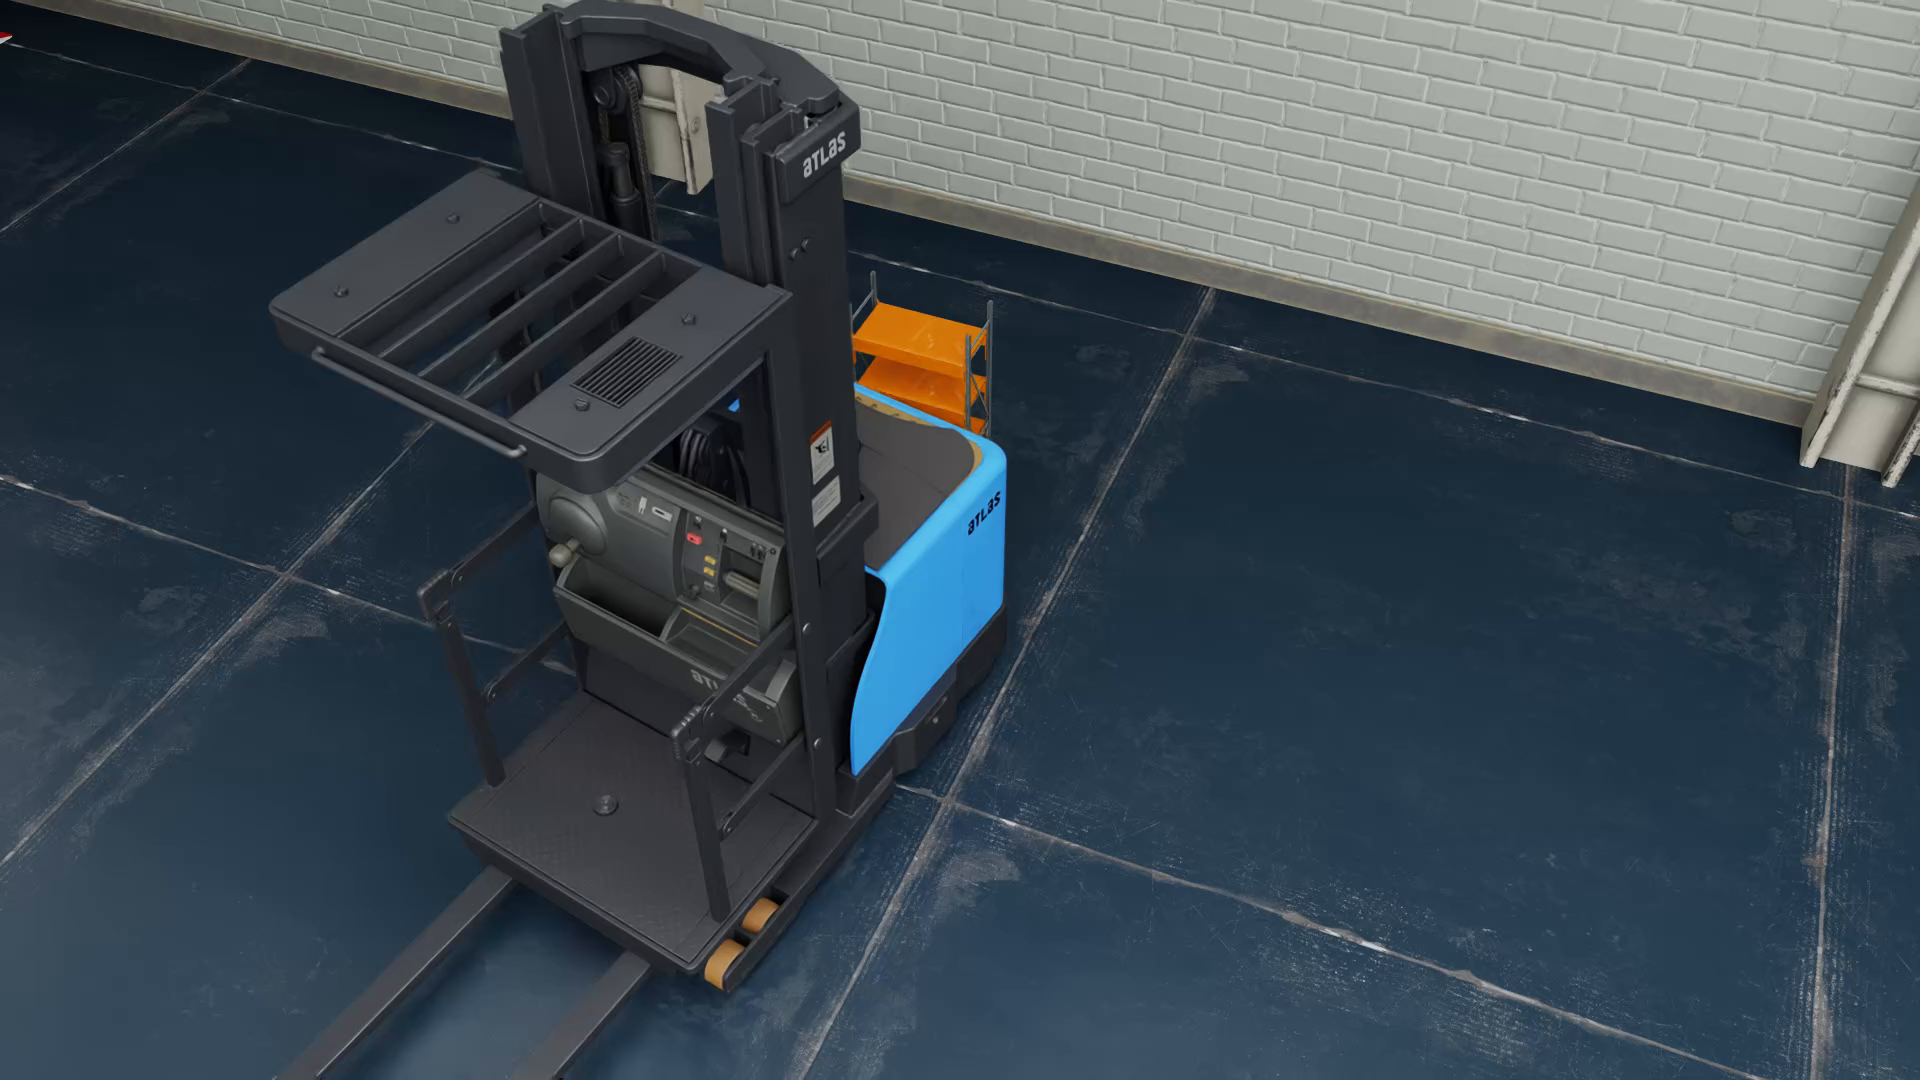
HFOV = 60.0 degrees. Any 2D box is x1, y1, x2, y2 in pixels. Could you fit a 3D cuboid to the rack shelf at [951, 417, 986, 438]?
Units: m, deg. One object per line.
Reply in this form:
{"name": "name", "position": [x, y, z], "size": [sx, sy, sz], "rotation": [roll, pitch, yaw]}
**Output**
{"name": "rack shelf", "position": [-0.153, -0.423, 6.758], "size": [0.480, 0.148, 0.258], "rotation": [16, 47, 16]}

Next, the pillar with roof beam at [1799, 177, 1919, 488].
{"name": "pillar with roof beam", "position": [2.334, -0.770, 1.482], "size": [0.400, 9.000, 9.100], "rotation": [16, 47, 16]}

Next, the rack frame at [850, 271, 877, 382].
{"name": "rack frame", "position": [-0.378, -0.537, 6.777], "size": [0.015, 1.200, 0.240], "rotation": [16, 47, 16]}

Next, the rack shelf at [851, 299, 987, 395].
{"name": "rack shelf", "position": [-0.153, -0.749, 6.434], "size": [0.480, 0.148, 0.258], "rotation": [16, 47, 16]}

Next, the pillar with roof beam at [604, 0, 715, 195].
{"name": "pillar with roof beam", "position": [-3.203, -2.399, 3.120], "size": [0.400, 9.000, 9.100], "rotation": [16, 47, 16]}

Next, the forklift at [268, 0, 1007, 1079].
{"name": "forklift", "position": [-1.040, 0.080, 4.930], "size": [1.130, 2.935, 3.031], "rotation": [25, 50, 23]}

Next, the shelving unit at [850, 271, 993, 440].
{"name": "shelving unit", "position": [-0.153, -0.470, 6.711], "size": [0.503, 1.200, 0.258], "rotation": [16, 47, 16]}

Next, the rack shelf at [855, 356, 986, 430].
{"name": "rack shelf", "position": [-0.153, -0.581, 6.601], "size": [0.480, 0.148, 0.258], "rotation": [16, 47, 16]}

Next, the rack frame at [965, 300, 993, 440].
{"name": "rack frame", "position": [0.072, -0.404, 6.644], "size": [0.015, 1.200, 0.240], "rotation": [16, 47, 16]}
